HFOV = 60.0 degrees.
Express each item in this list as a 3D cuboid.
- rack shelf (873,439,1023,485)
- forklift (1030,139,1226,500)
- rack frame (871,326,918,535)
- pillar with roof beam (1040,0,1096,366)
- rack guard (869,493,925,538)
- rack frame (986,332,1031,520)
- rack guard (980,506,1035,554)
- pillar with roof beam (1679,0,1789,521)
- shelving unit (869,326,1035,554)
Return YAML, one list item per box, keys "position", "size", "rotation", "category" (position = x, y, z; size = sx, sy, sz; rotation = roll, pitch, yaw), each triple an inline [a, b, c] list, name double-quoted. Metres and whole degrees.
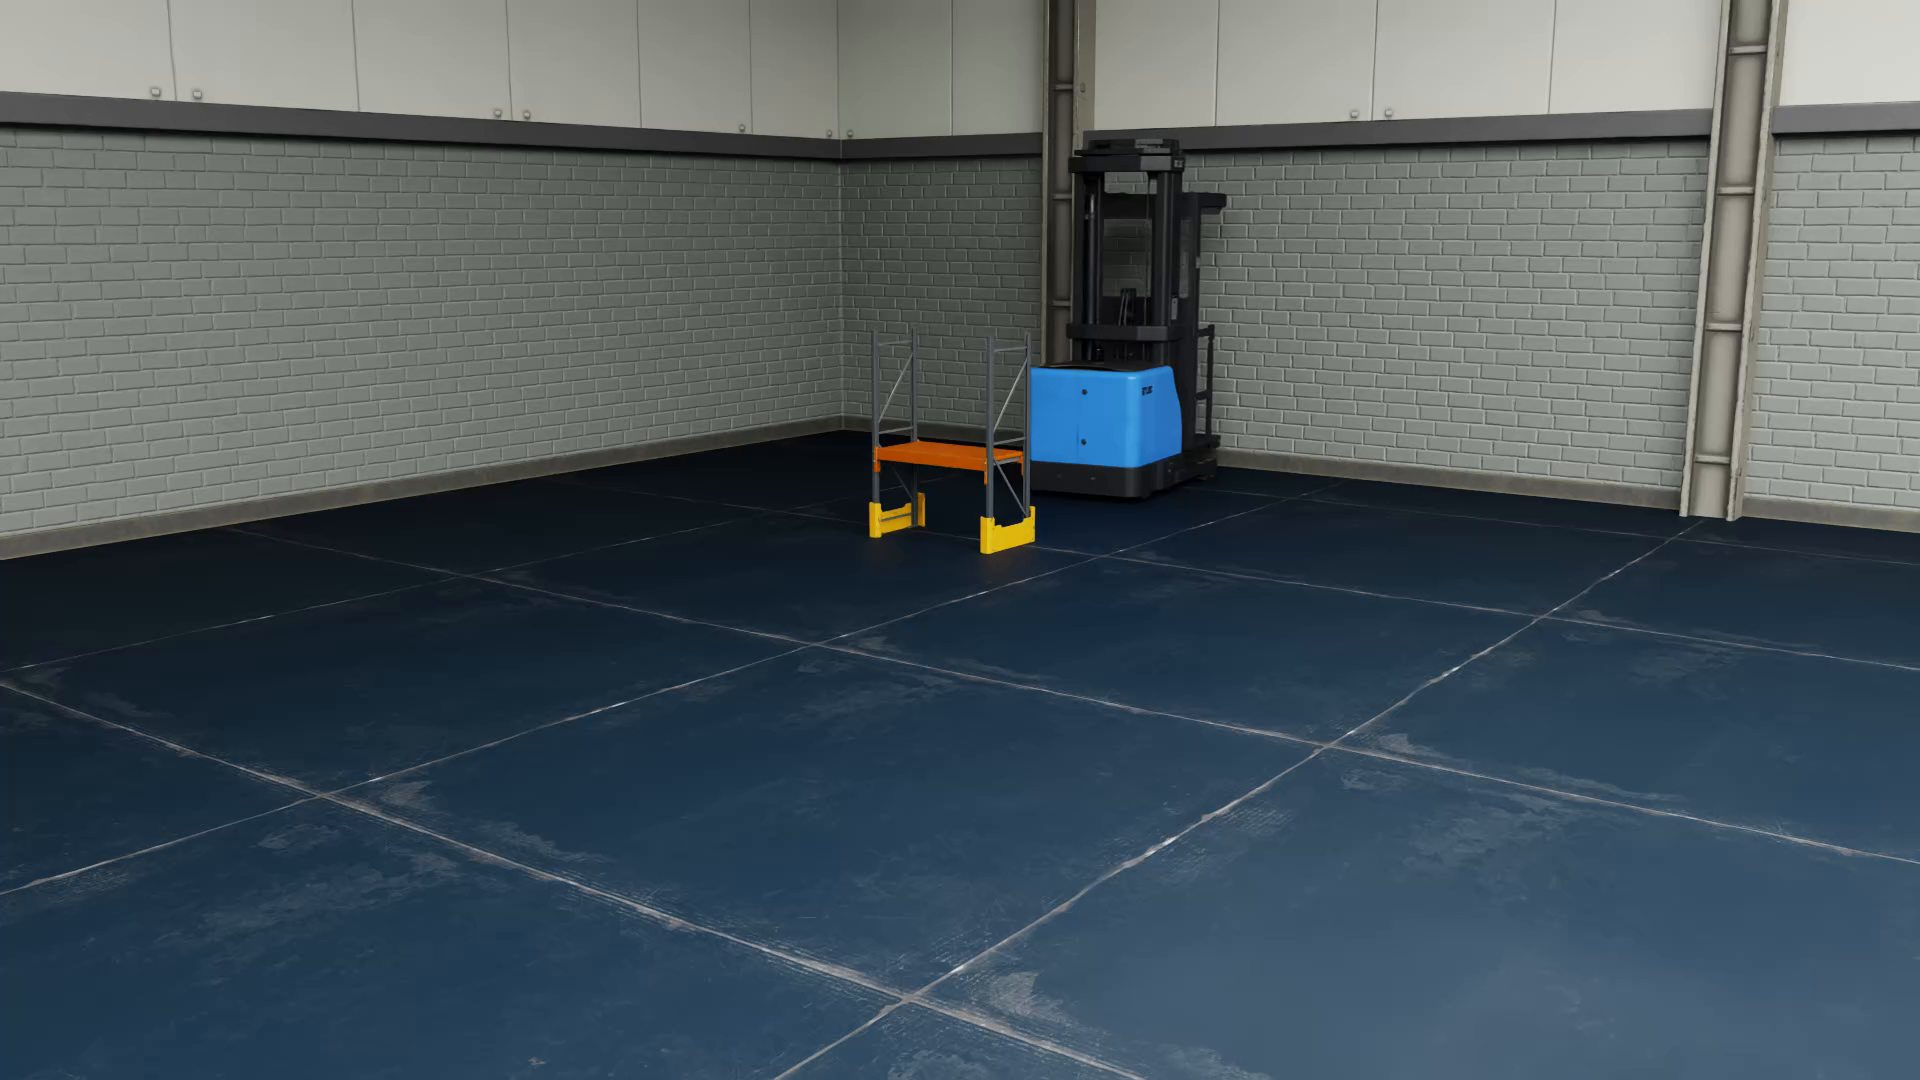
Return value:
- position: [-0.069, -0.569, 11.971]
  size: [1.000, 0.185, 0.538]
  rotation: [8, 13, 36]
  category: "rack shelf"
- position: [1.662, -2.005, 14.679]
  size: [1.130, 2.935, 3.031]
  rotation: [6, 12, 27]
  category: "forklift"
- position: [-0.478, -0.803, 12.232]
  size: [0.032, 1.500, 0.500]
  rotation: [8, 13, 36]
  category: "rack frame"
- position: [-1.510, -4.624, 12.240]
  size: [0.400, 9.000, 9.100]
  rotation: [8, 13, 36]
  category: "pillar with roof beam"
- position: [-0.463, -0.187, 12.340]
  size: [0.087, 0.250, 0.587]
  rotation: [8, 13, 36]
  category: "rack guard"
- position: [0.341, -0.689, 11.641]
  size: [0.032, 1.500, 0.500]
  rotation: [8, 13, 36]
  category: "rack frame"
- position: [0.340, -0.075, 11.761]
  size: [0.087, 0.250, 0.587]
  rotation: [8, 13, 36]
  category: "rack guard"
- position: [3.326, -3.950, 8.753]
  size: [0.400, 9.000, 9.100]
  rotation: [8, 13, 36]
  category: "pillar with roof beam"
- position: [-0.061, -0.745, 11.932]
  size: [1.083, 1.500, 0.587]
  rotation: [8, 13, 36]
  category: "shelving unit"
